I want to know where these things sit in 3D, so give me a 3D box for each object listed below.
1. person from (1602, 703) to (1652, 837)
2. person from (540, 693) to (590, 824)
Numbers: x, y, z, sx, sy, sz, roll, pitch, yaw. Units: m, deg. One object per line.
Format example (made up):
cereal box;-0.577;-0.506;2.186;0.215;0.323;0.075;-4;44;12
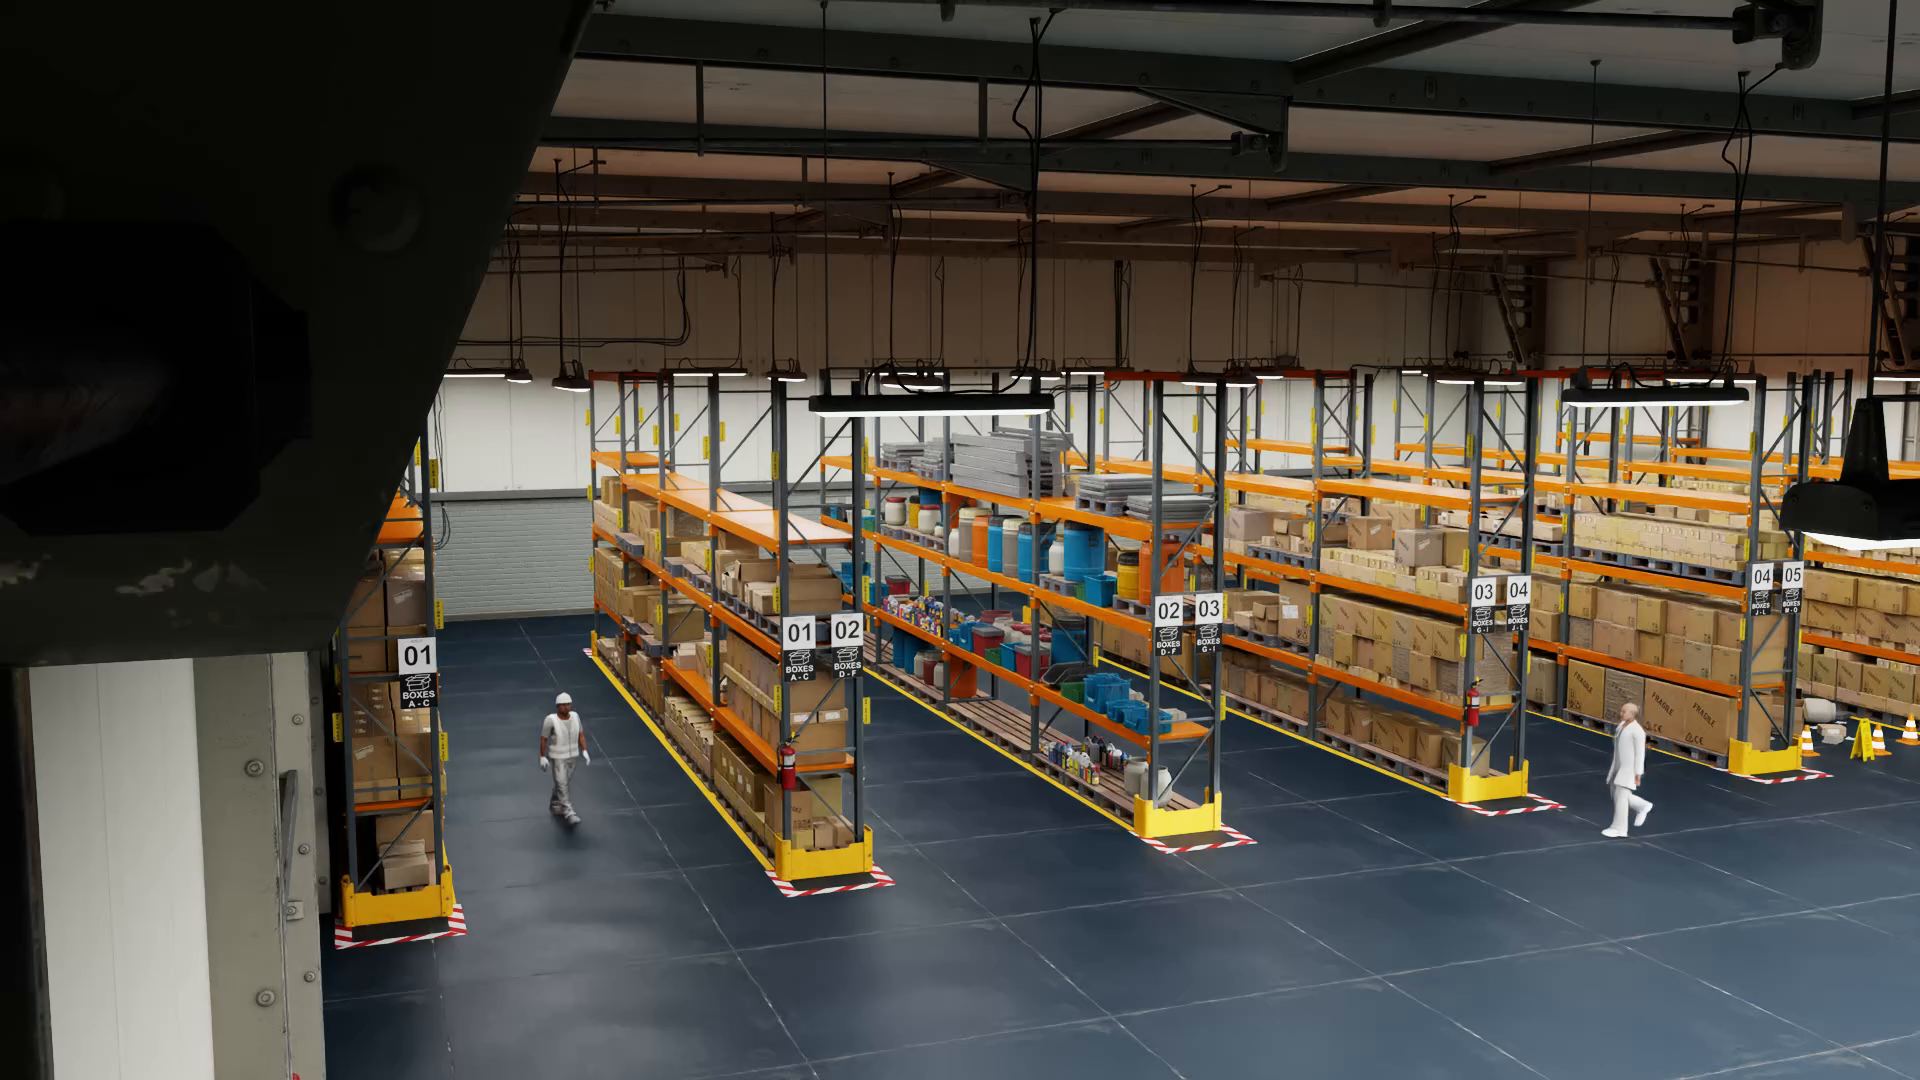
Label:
person;8.829;3.006;21.876;0.881;1.755;0.577;-2;7;-17
person;-5.309;2.932;22.514;1.065;1.722;0.577;5;8;40
